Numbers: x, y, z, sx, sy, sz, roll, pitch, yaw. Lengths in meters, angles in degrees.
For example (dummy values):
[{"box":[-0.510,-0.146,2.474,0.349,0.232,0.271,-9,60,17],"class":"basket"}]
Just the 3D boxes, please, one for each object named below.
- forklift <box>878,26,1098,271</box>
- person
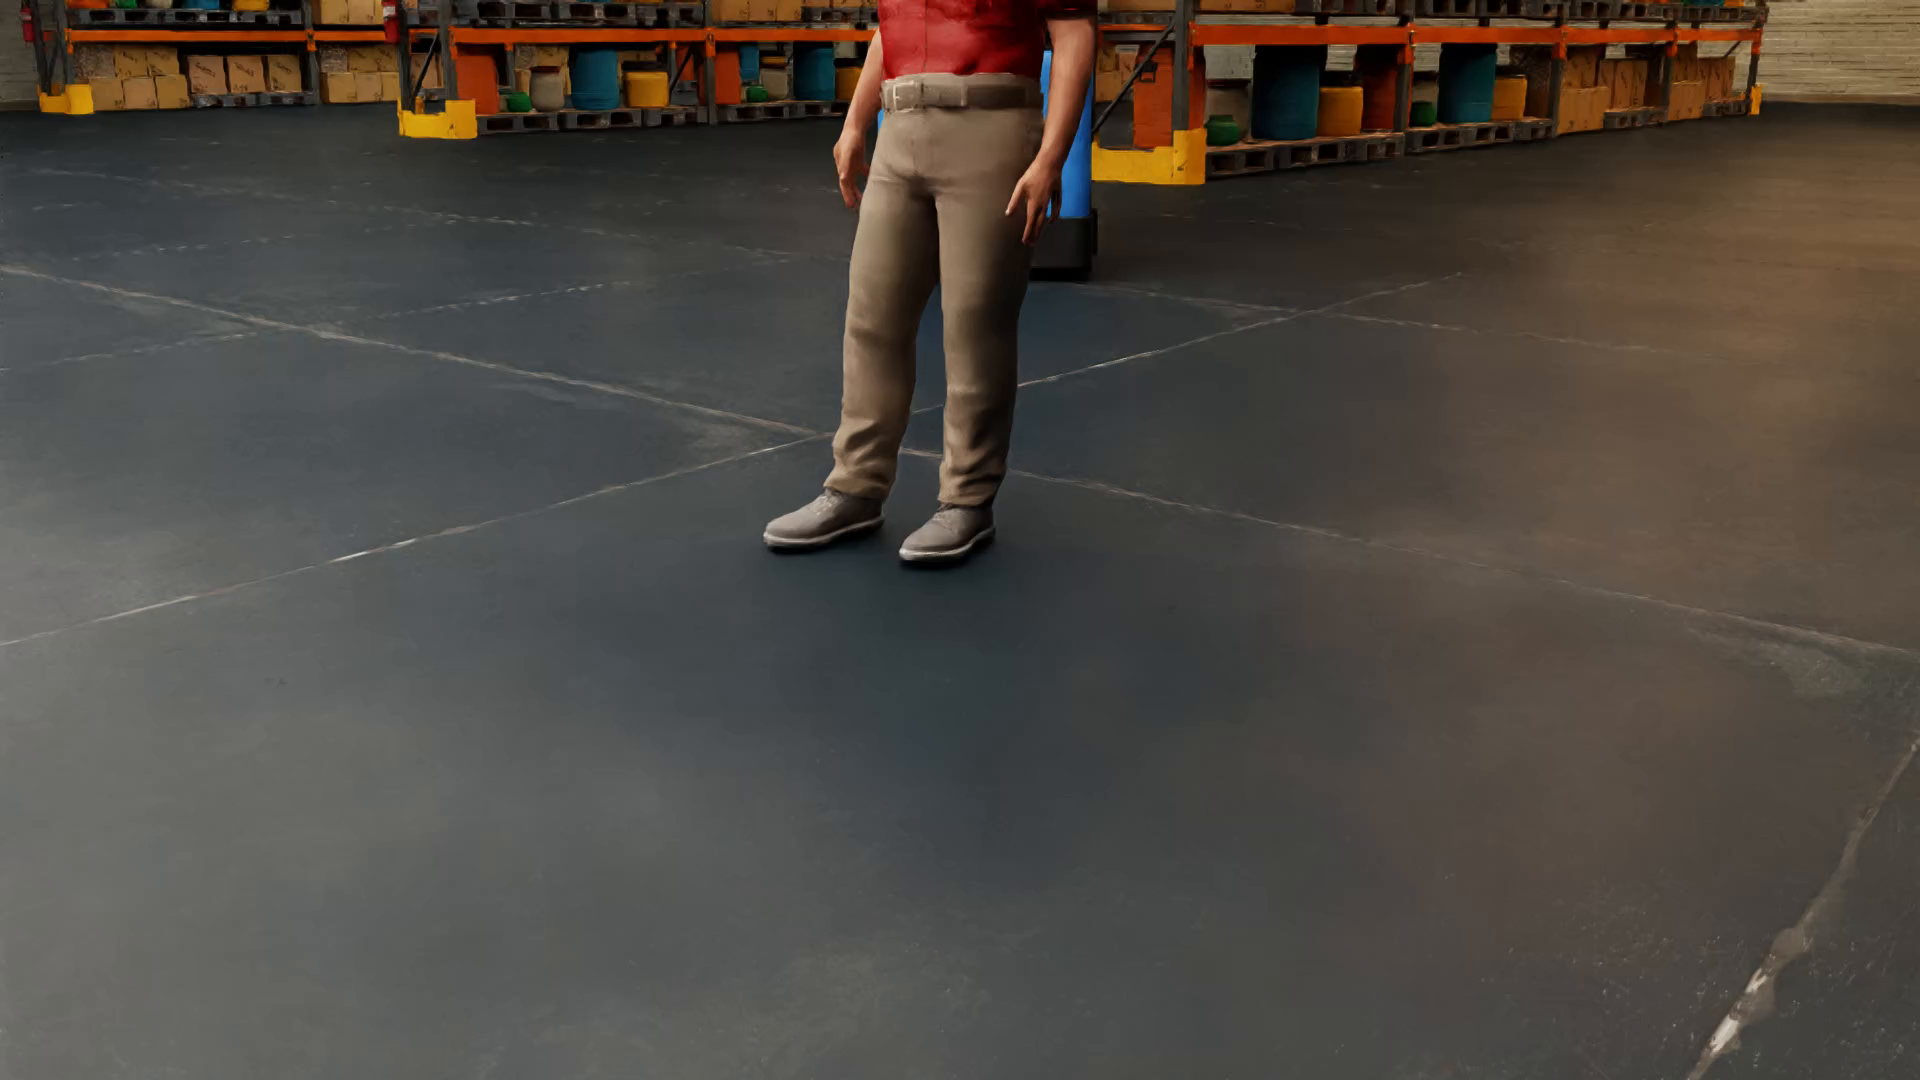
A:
[{"box":[0.178,-3.092,9.082,1.130,2.935,3.031,1,17,2],"class":"forklift"},{"box":[-0.066,-0.816,3.630,0.640,1.726,0.550,13,21,37],"class":"person"}]
